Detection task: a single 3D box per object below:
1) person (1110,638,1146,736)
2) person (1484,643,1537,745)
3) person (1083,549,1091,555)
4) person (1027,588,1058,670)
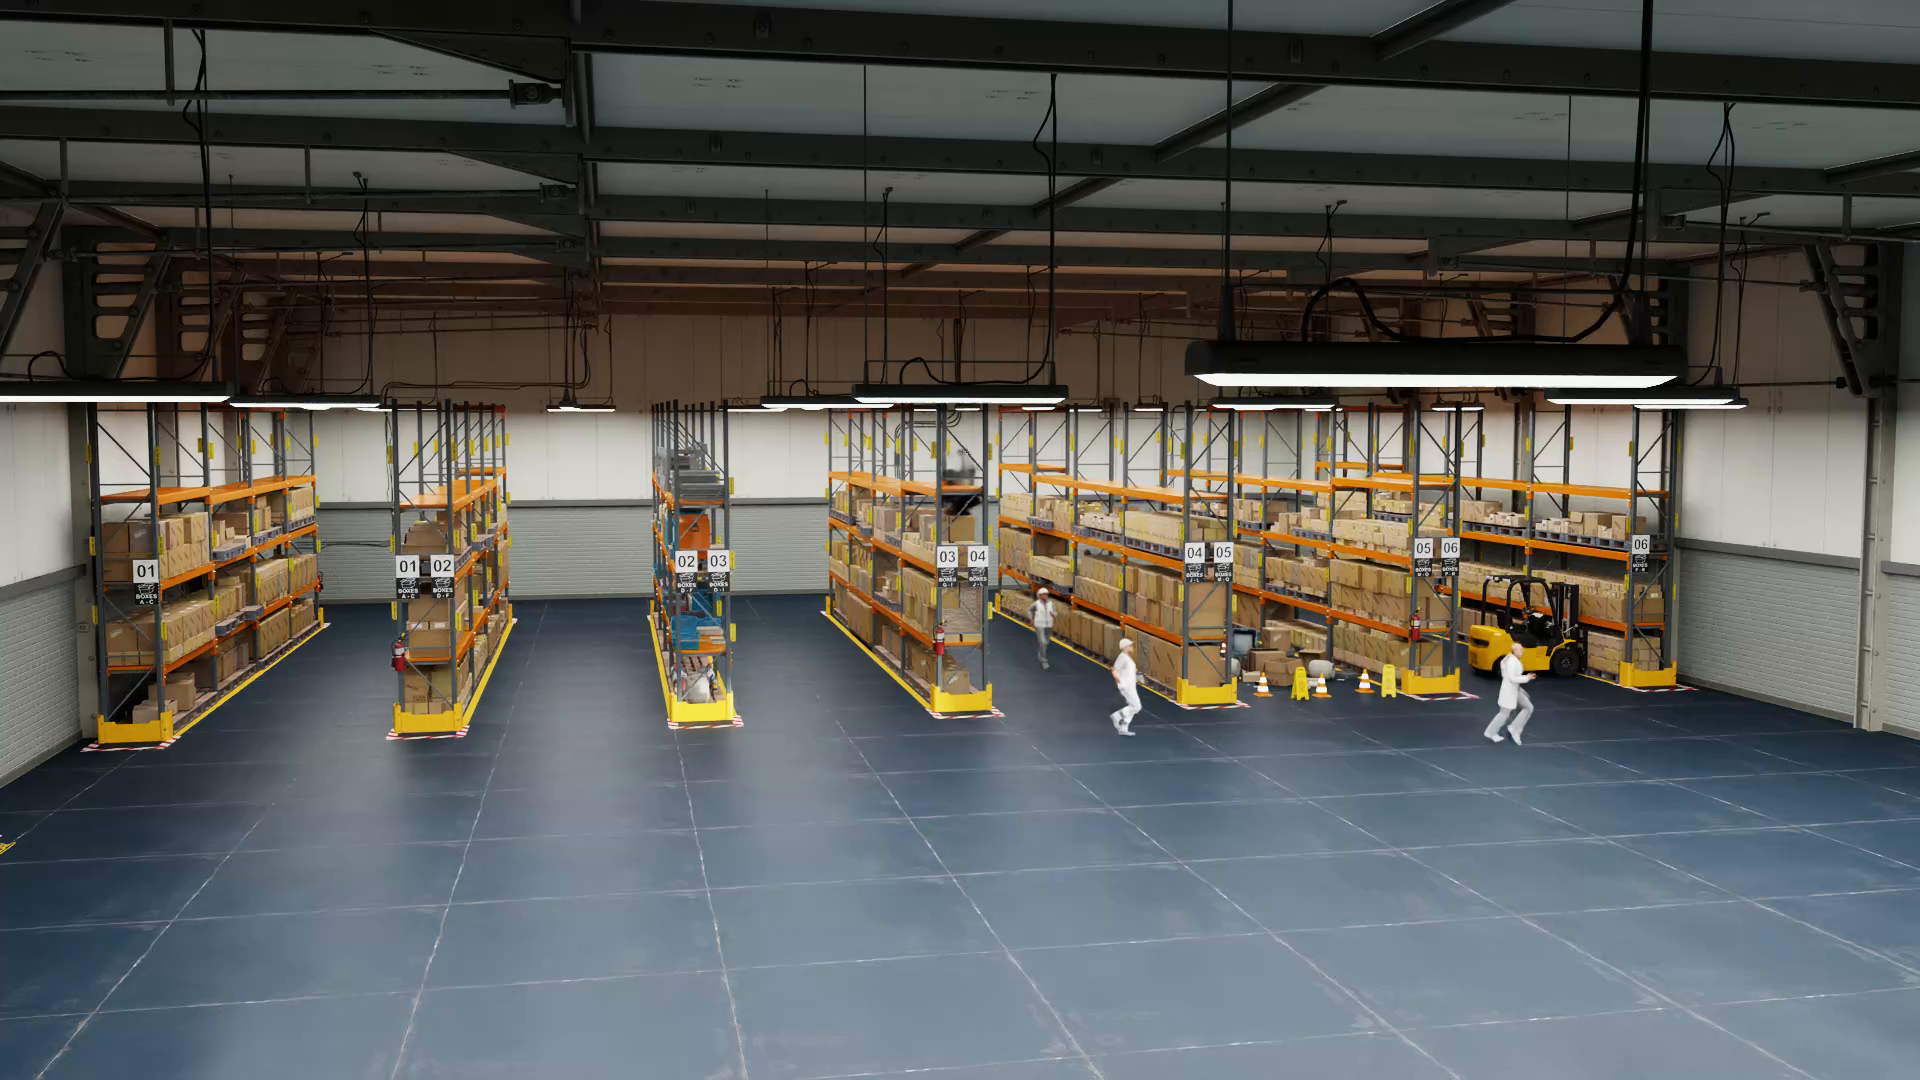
[{"bbox_3d":[2.991,2.622,29.619,0.592,1.738,0.656,1,5,17],"label":"person"},{"bbox_3d":[9.563,2.666,28.860,0.893,1.781,0.751,3,5,31],"label":"person"},{"bbox_3d":[3.979,1.102,50.601,0.755,1.672,0.581,0,4,-5],"label":"person"},{"bbox_3d":[1.893,1.978,37.695,0.643,1.796,0.901,-2,5,-22],"label":"person"}]
